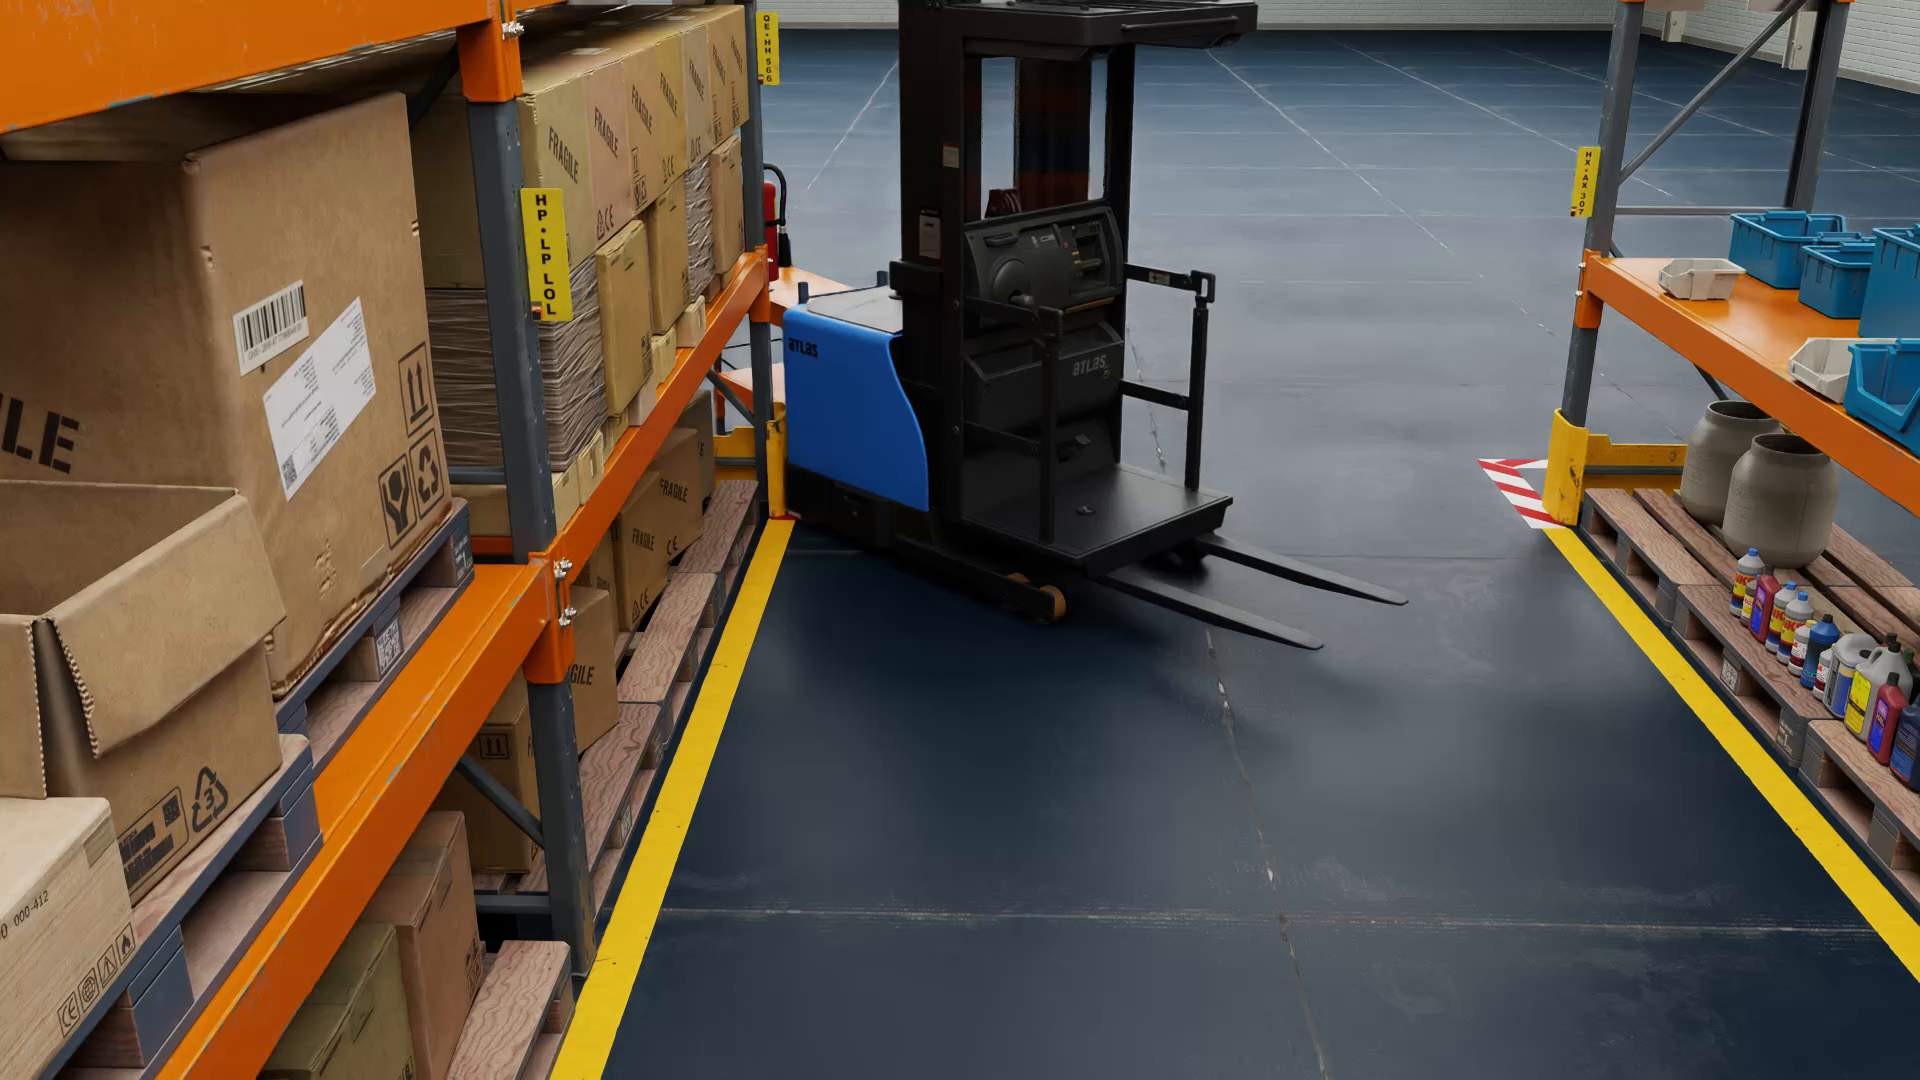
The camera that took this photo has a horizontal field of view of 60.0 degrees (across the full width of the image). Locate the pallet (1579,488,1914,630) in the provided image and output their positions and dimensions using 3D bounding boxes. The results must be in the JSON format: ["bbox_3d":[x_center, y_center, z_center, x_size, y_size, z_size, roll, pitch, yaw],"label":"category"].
[{"bbox_3d":[3.519,0.067,7.563,1.003,0.211,1.213,1,21,2],"label":"pallet"}]

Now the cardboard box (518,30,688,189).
[{"bbox_3d":[-1.267,-1.516,5.858,0.500,0.500,0.500,1,21,2],"label":"cardboard box"}]

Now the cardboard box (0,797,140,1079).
[{"bbox_3d":[-1.409,0.554,2.080,0.500,0.250,0.500,0,21,0],"label":"cardboard box"}]

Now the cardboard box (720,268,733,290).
[{"bbox_3d":[-1.213,-1.205,7.335,0.380,0.149,0.250,1,21,2],"label":"cardboard box"}]

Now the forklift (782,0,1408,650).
[{"bbox_3d":[0.529,-1.216,7.112,1.130,2.935,3.031,-20,29,-41],"label":"forklift"}]

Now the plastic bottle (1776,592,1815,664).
[{"bbox_3d":[3.124,0.325,6.209,0.097,0.271,0.097,0,21,0],"label":"plastic bottle"}]

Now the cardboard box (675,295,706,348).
[{"bbox_3d":[-1.189,-0.843,6.402,0.380,0.149,0.250,1,21,2],"label":"cardboard box"}]

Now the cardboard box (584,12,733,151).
[{"bbox_3d":[-1.225,-1.878,6.790,0.500,0.500,0.500,1,21,2],"label":"cardboard box"}]

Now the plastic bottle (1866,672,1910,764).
[{"bbox_3d":[3.083,0.588,5.512,0.061,0.283,0.133,2,21,5],"label":"plastic bottle"}]

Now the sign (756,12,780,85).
[{"bbox_3d":[-0.892,-2.283,7.727,0.100,0.325,0.005,1,21,2],"label":"sign"}]

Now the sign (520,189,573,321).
[{"bbox_3d":[-1.013,-0.697,4.079,0.100,0.325,0.005,1,21,2],"label":"sign"}]

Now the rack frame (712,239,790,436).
[{"bbox_3d":[-1.159,-1.097,9.301,0.500,1.125,0.032,-14,25,-32],"label":"rack frame"}]

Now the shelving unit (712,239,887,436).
[{"bbox_3d":[-0.872,-0.945,8.910,0.538,1.125,1.048,-14,25,-32],"label":"shelving unit"}]

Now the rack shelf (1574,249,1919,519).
[{"bbox_3d":[3.444,-0.496,6.154,1.077,0.370,4.000,1,21,2],"label":"rack shelf"}]

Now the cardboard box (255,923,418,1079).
[{"bbox_3d":[-1.641,1.192,3.658,0.700,0.500,0.500,1,21,1],"label":"cardboard box"}]

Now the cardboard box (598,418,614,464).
[{"bbox_3d":[-1.260,-0.301,5.005,0.380,0.149,0.250,1,21,2],"label":"cardboard box"}]

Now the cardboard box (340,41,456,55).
[{"bbox_3d":[-1.799,-1.341,5.407,0.500,0.500,0.500,1,21,2],"label":"cardboard box"}]

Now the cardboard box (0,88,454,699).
[{"bbox_3d":[-1.732,-0.352,3.380,1.000,1.000,1.000,1,21,2],"label":"cardboard box"}]

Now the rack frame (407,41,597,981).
[{"bbox_3d":[-1.568,-0.162,4.301,1.000,3.000,0.127,1,21,2],"label":"rack frame"}]

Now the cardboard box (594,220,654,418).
[{"bbox_3d":[-1.442,-0.690,5.112,0.875,0.500,0.500,1,21,2],"label":"cardboard box"}]

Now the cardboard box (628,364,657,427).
[{"bbox_3d":[-1.213,-0.481,5.470,0.380,0.149,0.250,1,21,2],"label":"cardboard box"}]

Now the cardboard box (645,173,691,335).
[{"bbox_3d":[-1.471,-1.052,6.045,0.875,0.500,0.500,1,21,2],"label":"cardboard box"}]

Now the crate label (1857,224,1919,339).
[{"bbox_3d":[3.719,-0.902,6.159,0.502,0.435,0.616,1,21,2],"label":"crate label"}]

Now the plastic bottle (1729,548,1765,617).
[{"bbox_3d":[3.138,0.165,6.621,0.097,0.271,0.097,0,21,0],"label":"plastic bottle"}]

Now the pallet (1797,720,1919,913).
[{"bbox_3d":[3.445,0.950,5.290,1.003,0.211,1.213,1,21,2],"label":"pallet"}]

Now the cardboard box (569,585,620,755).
[{"bbox_3d":[-1.506,0.456,5.583,0.500,0.500,0.500,8,22,19],"label":"cardboard box"}]

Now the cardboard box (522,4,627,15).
[{"bbox_3d":[-1.735,-2.064,7.271,0.500,0.500,0.500,1,21,2],"label":"cardboard box"}]

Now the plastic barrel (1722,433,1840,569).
[{"bbox_3d":[3.546,-0.170,7.179,0.421,0.512,0.421,0,21,0],"label":"plastic barrel"}]

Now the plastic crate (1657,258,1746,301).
[{"bbox_3d":[3.156,-1.111,7.111,0.298,0.136,0.250,1,21,2],"label":"plastic crate"}]

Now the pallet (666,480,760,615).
[{"bbox_3d":[-1.509,0.012,7.706,1.003,0.211,1.213,1,21,2],"label":"pallet"}]

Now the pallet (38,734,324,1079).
[{"bbox_3d":[-1.670,0.657,2.454,1.003,0.211,1.213,1,21,2],"label":"pallet"}]

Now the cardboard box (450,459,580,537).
[{"bbox_3d":[-1.261,-0.120,4.538,0.380,0.149,0.250,1,21,2],"label":"cardboard box"}]

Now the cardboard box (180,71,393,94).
[{"bbox_3d":[-1.829,-0.980,4.475,0.500,0.500,0.500,1,21,2],"label":"cardboard box"}]

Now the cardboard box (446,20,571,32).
[{"bbox_3d":[-1.771,-1.703,6.339,0.500,0.500,0.500,1,21,2],"label":"cardboard box"}]

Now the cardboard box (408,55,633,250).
[{"bbox_3d":[-1.286,-1.155,4.926,0.500,0.500,0.500,1,21,2],"label":"cardboard box"}]

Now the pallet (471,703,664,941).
[{"bbox_3d":[-1.583,0.894,5.432,1.003,0.211,1.213,1,21,2],"label":"pallet"}]

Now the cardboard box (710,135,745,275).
[{"bbox_3d":[-1.386,-1.413,6.975,0.875,0.500,0.500,1,21,2],"label":"cardboard box"}]

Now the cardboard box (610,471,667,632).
[{"bbox_3d":[-1.504,0.029,6.682,0.500,0.500,0.500,3,21,7],"label":"cardboard box"}]

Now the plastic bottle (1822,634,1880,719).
[{"bbox_3d":[3.139,0.476,5.813,0.152,0.276,0.135,1,21,3],"label":"plastic bottle"}]

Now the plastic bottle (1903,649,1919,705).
[{"bbox_3d":[3.233,0.523,5.681,0.061,0.283,0.133,1,21,2],"label":"plastic bottle"}]

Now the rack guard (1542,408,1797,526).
[{"bbox_3d":[3.549,-0.361,8.268,1.175,0.500,0.348,1,21,2],"label":"rack guard"}]

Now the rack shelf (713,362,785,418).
[{"bbox_3d":[-0.872,-0.717,8.998,0.538,0.278,1.000,-14,25,-32],"label":"rack shelf"}]

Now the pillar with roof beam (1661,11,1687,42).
[{"bbox_3d":[10.860,-14.874,33.923,9.100,9.000,0.400,1,21,2],"label":"pillar with roof beam"}]

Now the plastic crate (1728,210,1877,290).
[{"bbox_3d":[3.788,-1.301,7.440,0.499,0.251,0.616,1,21,2],"label":"plastic crate"}]

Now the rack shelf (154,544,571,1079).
[{"bbox_3d":[-1.629,0.896,2.567,1.077,0.370,4.000,1,21,2],"label":"rack shelf"}]

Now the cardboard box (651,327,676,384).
[{"bbox_3d":[-1.228,-0.662,5.936,0.380,0.149,0.250,1,21,2],"label":"cardboard box"}]

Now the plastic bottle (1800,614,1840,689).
[{"bbox_3d":[3.118,0.398,6.020,0.097,0.271,0.097,0,21,0],"label":"plastic bottle"}]

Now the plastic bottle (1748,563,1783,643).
[{"bbox_3d":[3.113,0.241,6.409,0.061,0.283,0.133,1,21,3],"label":"plastic bottle"}]

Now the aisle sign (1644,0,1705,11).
[{"bbox_3d":[3.214,-2.795,7.493,0.394,0.787,0.004,1,21,2],"label":"aisle sign"}]

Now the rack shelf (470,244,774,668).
[{"bbox_3d":[-1.507,-0.550,6.295,1.077,0.370,4.000,1,21,2],"label":"rack shelf"}]

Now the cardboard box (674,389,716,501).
[{"bbox_3d":[-1.482,-0.414,7.823,0.500,0.500,0.500,5,22,12],"label":"cardboard box"}]

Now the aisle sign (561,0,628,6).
[{"bbox_3d":[-1.744,-2.846,7.624,0.394,0.787,0.004,1,21,2],"label":"aisle sign"}]
